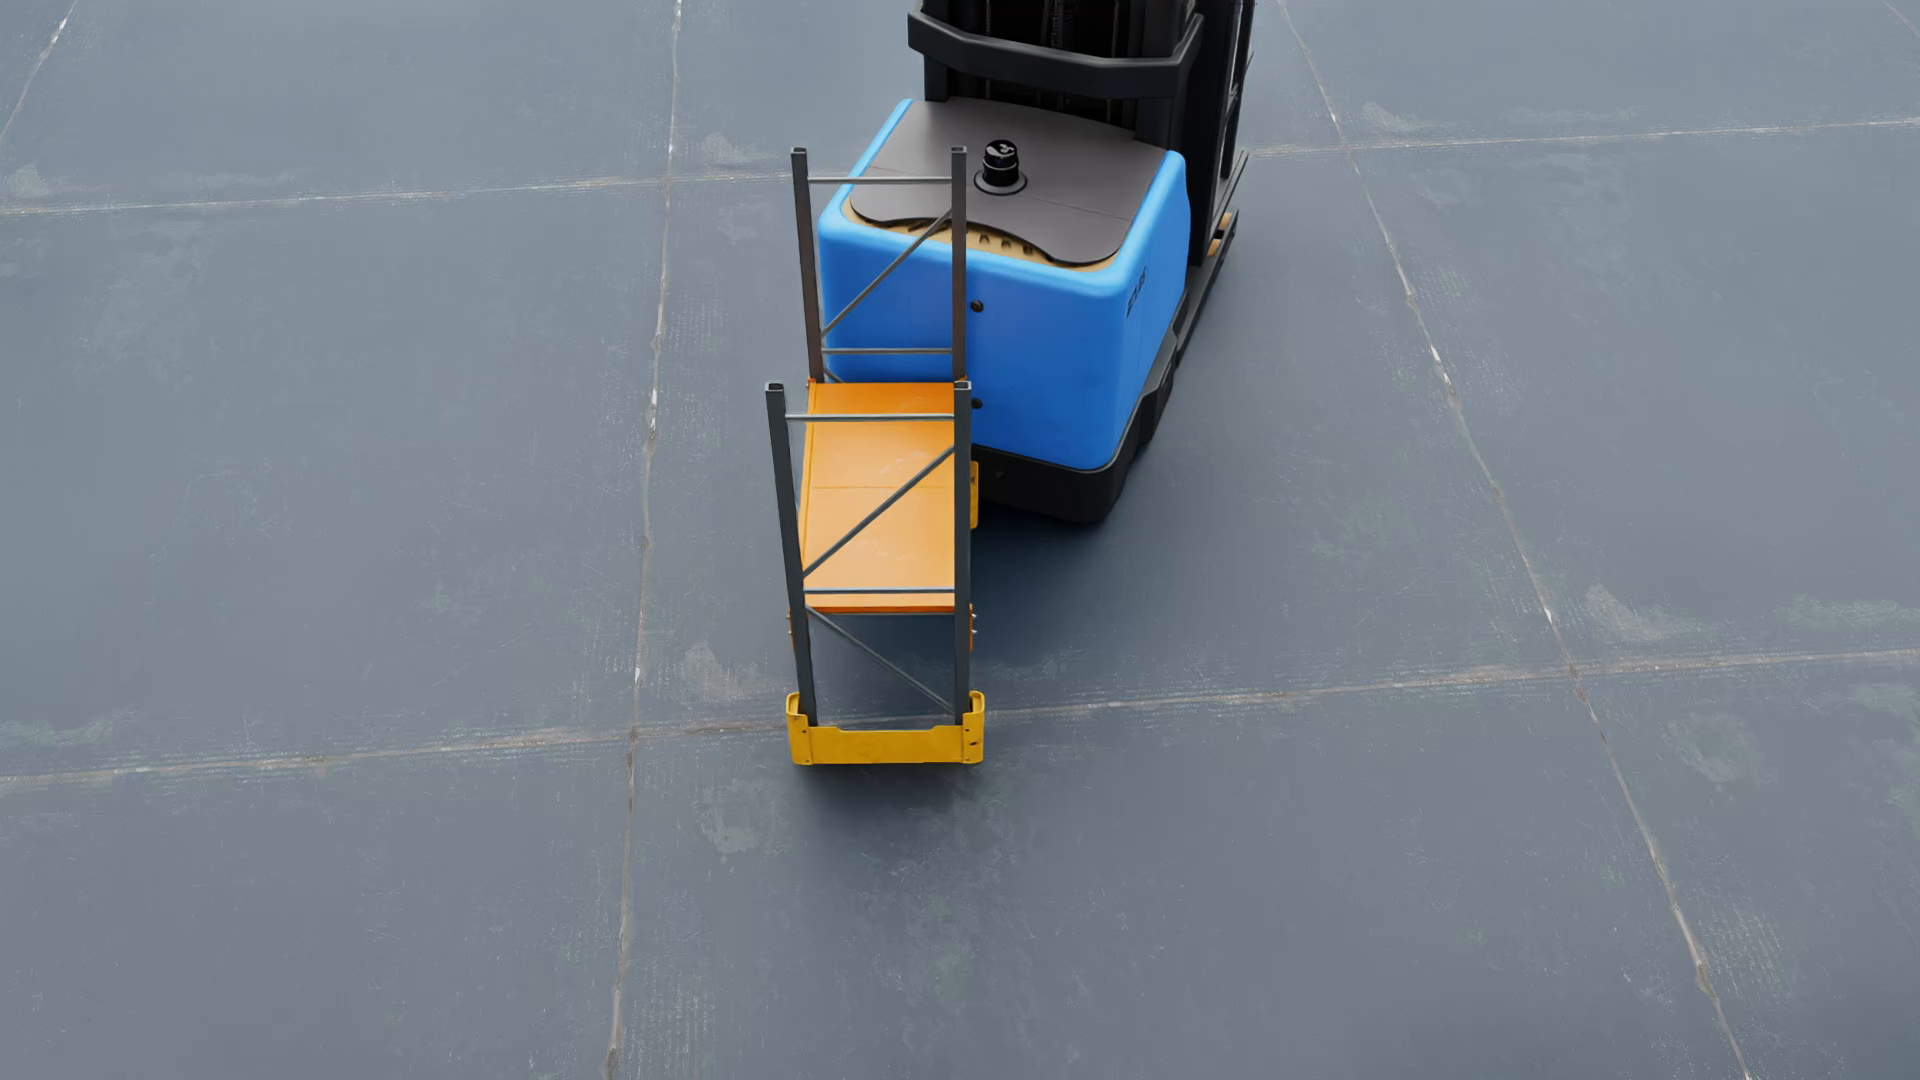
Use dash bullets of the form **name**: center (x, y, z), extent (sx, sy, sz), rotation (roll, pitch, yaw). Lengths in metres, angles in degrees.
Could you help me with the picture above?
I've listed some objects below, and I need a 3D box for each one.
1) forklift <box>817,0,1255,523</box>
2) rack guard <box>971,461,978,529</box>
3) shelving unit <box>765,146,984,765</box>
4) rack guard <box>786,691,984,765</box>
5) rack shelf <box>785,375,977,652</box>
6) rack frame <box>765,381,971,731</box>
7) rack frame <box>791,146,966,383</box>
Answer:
- **forklift**: center (0.506, -2.159, 5.776), extent (1.130, 2.935, 3.031), rotation (15, 48, 13)
- **rack guard**: center (-0.232, -0.153, 5.722), extent (0.587, 0.250, 0.087), rotation (0, 47, 0)
- **shelving unit**: center (-0.227, -0.221, 4.926), extent (0.587, 1.500, 1.083), rotation (0, 47, 0)
- **rack guard**: center (-0.222, 0.571, 5.038), extent (0.587, 0.250, 0.087), rotation (0, 47, 0)
- **rack shelf**: center (-0.227, -0.104, 5.063), extent (0.538, 0.185, 1.000), rotation (0, 47, 0)
- **rack frame**: center (-0.222, 0.142, 4.583), extent (0.500, 1.500, 0.032), rotation (0, 47, 0)
- **rack frame**: center (-0.232, -0.596, 5.282), extent (0.500, 1.500, 0.032), rotation (0, 47, 0)
